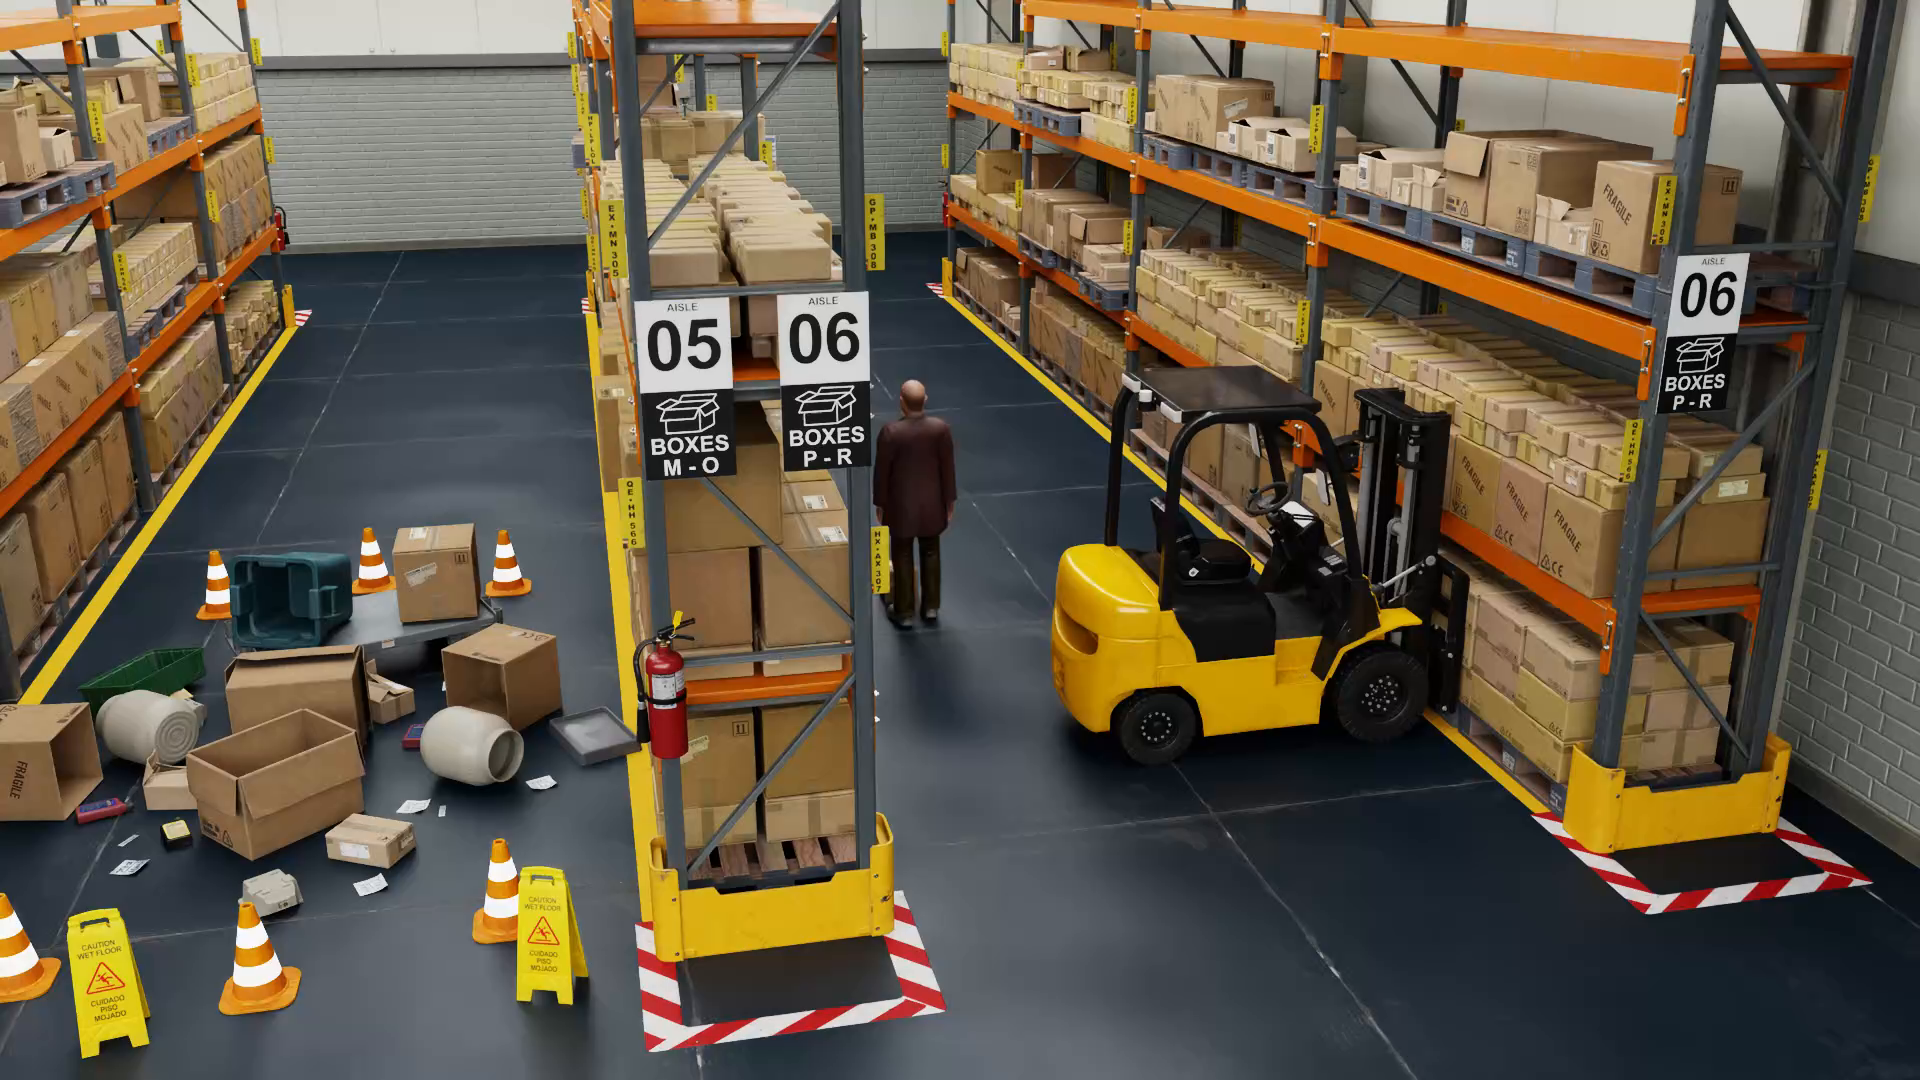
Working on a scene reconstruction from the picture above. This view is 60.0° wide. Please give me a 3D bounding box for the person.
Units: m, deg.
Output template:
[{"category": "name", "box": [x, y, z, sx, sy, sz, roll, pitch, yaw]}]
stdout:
[{"category": "person", "box": [-0.343, -0.274, 11.848, 0.602, 1.808, 0.453, -6, 20, -16]}]
